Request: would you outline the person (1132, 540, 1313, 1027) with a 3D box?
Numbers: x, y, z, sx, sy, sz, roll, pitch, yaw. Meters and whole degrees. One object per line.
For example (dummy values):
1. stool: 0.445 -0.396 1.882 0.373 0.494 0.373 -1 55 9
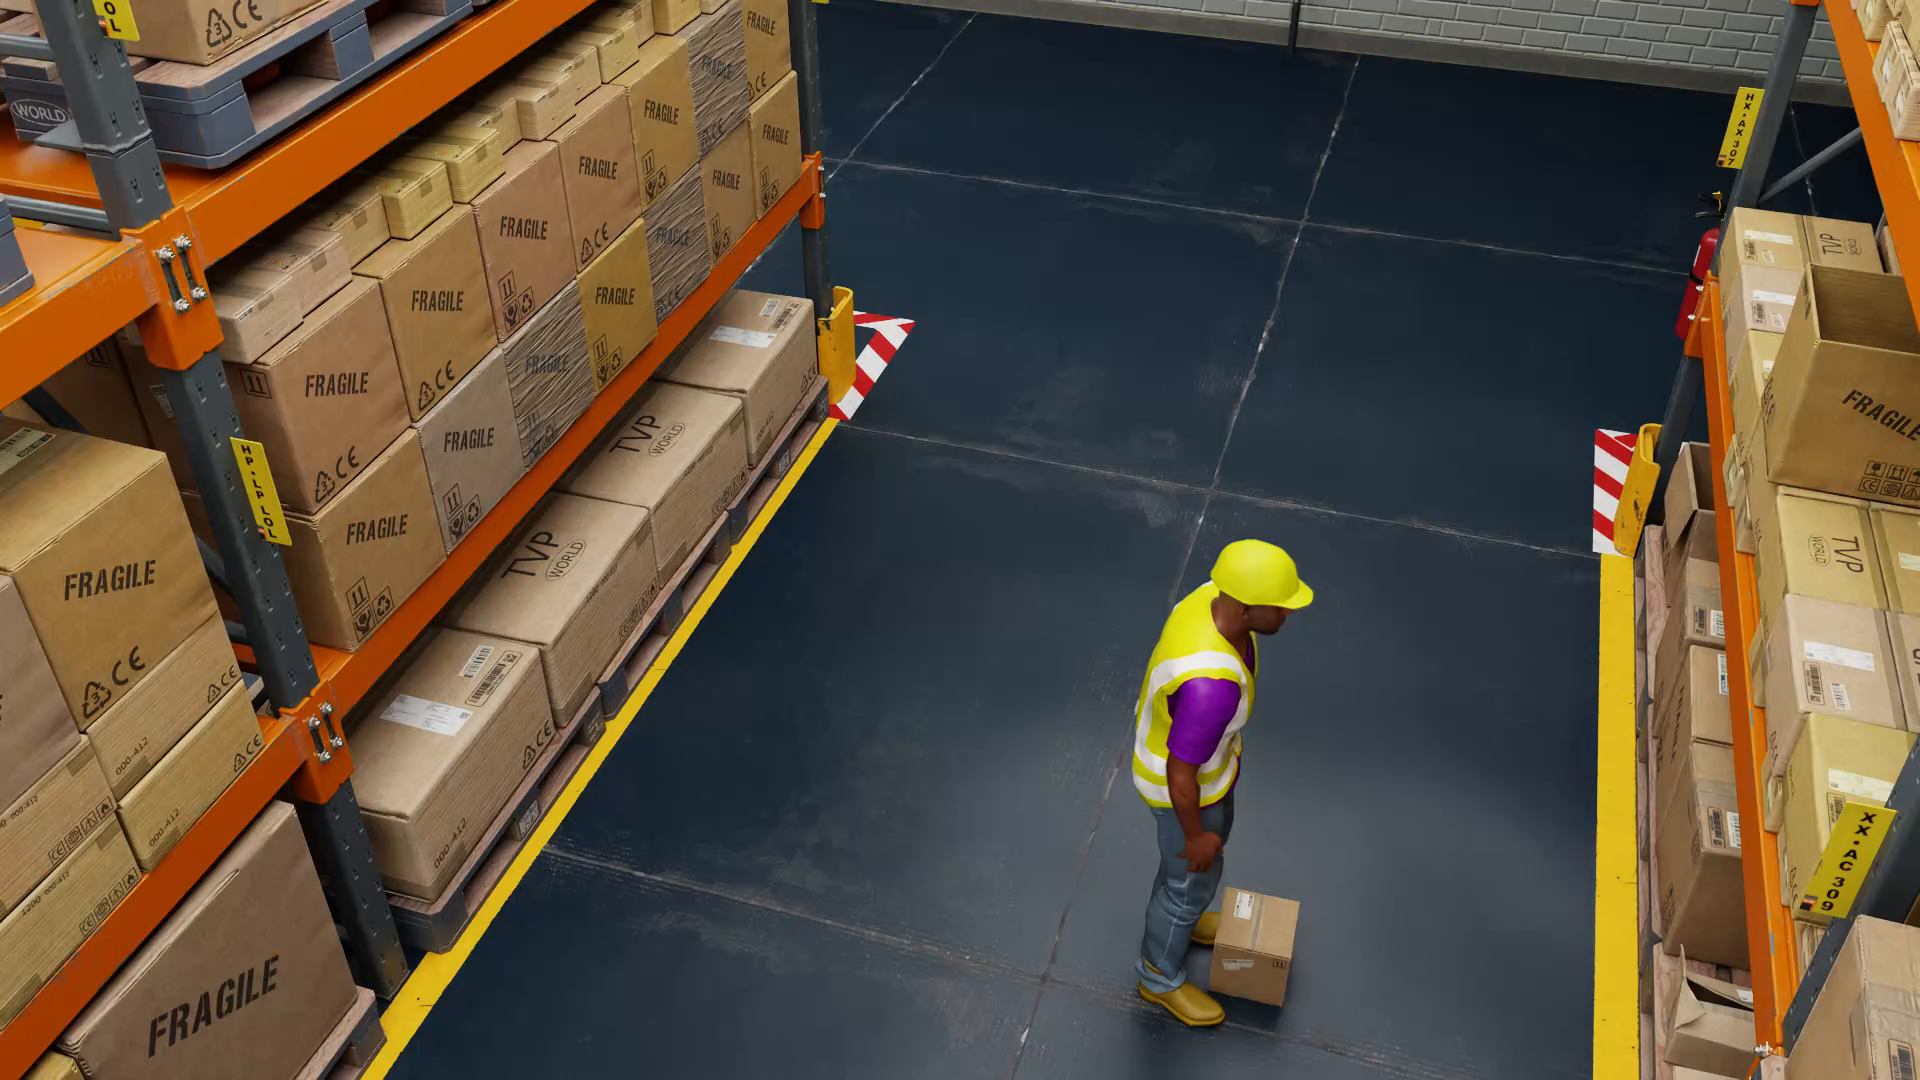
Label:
1. person: 0.770 0.723 5.169 0.462 1.760 0.636 10 38 13
